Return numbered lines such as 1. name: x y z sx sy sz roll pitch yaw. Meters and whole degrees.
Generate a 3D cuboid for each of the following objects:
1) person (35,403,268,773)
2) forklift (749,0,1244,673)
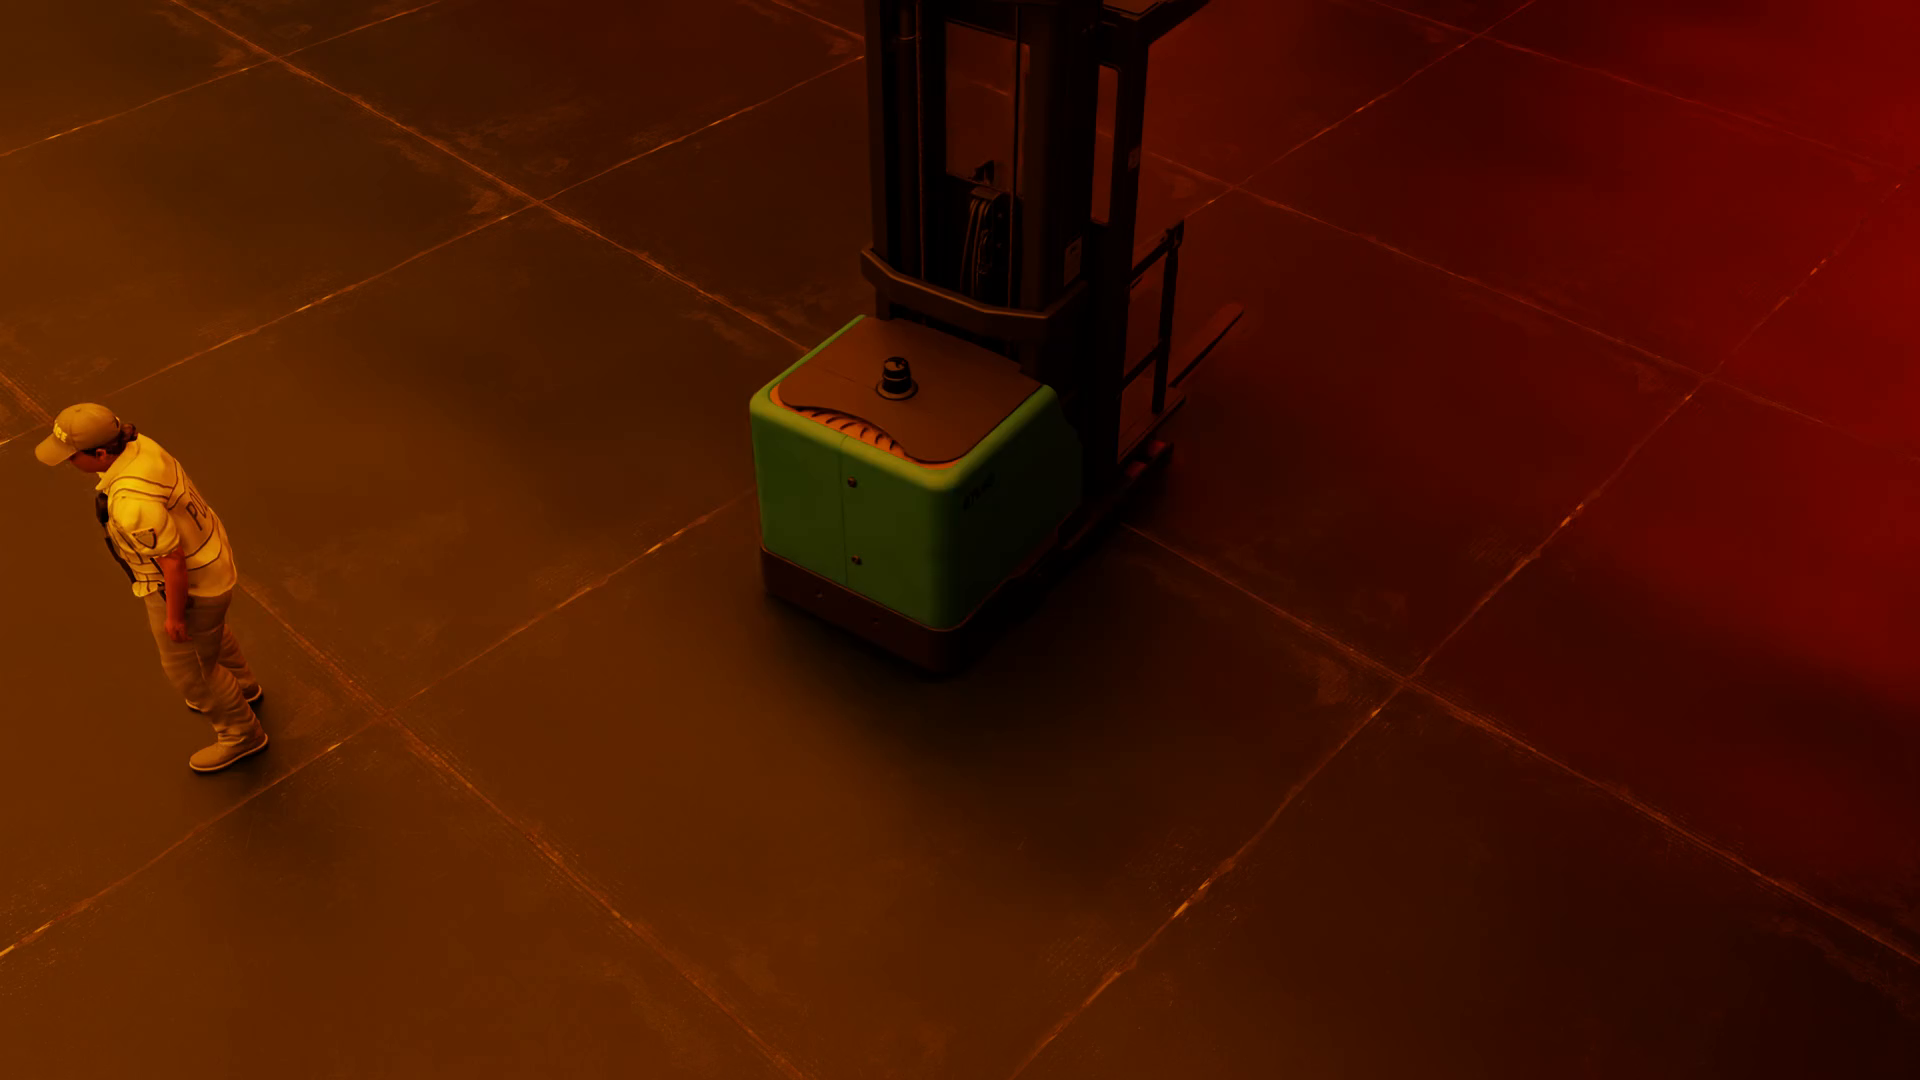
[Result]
1. person: -2.962 0.145 6.234 0.467 1.665 0.556 -16 43 -18
2. forklift: 0.373 -1.484 7.158 1.130 2.935 3.031 24 46 25
